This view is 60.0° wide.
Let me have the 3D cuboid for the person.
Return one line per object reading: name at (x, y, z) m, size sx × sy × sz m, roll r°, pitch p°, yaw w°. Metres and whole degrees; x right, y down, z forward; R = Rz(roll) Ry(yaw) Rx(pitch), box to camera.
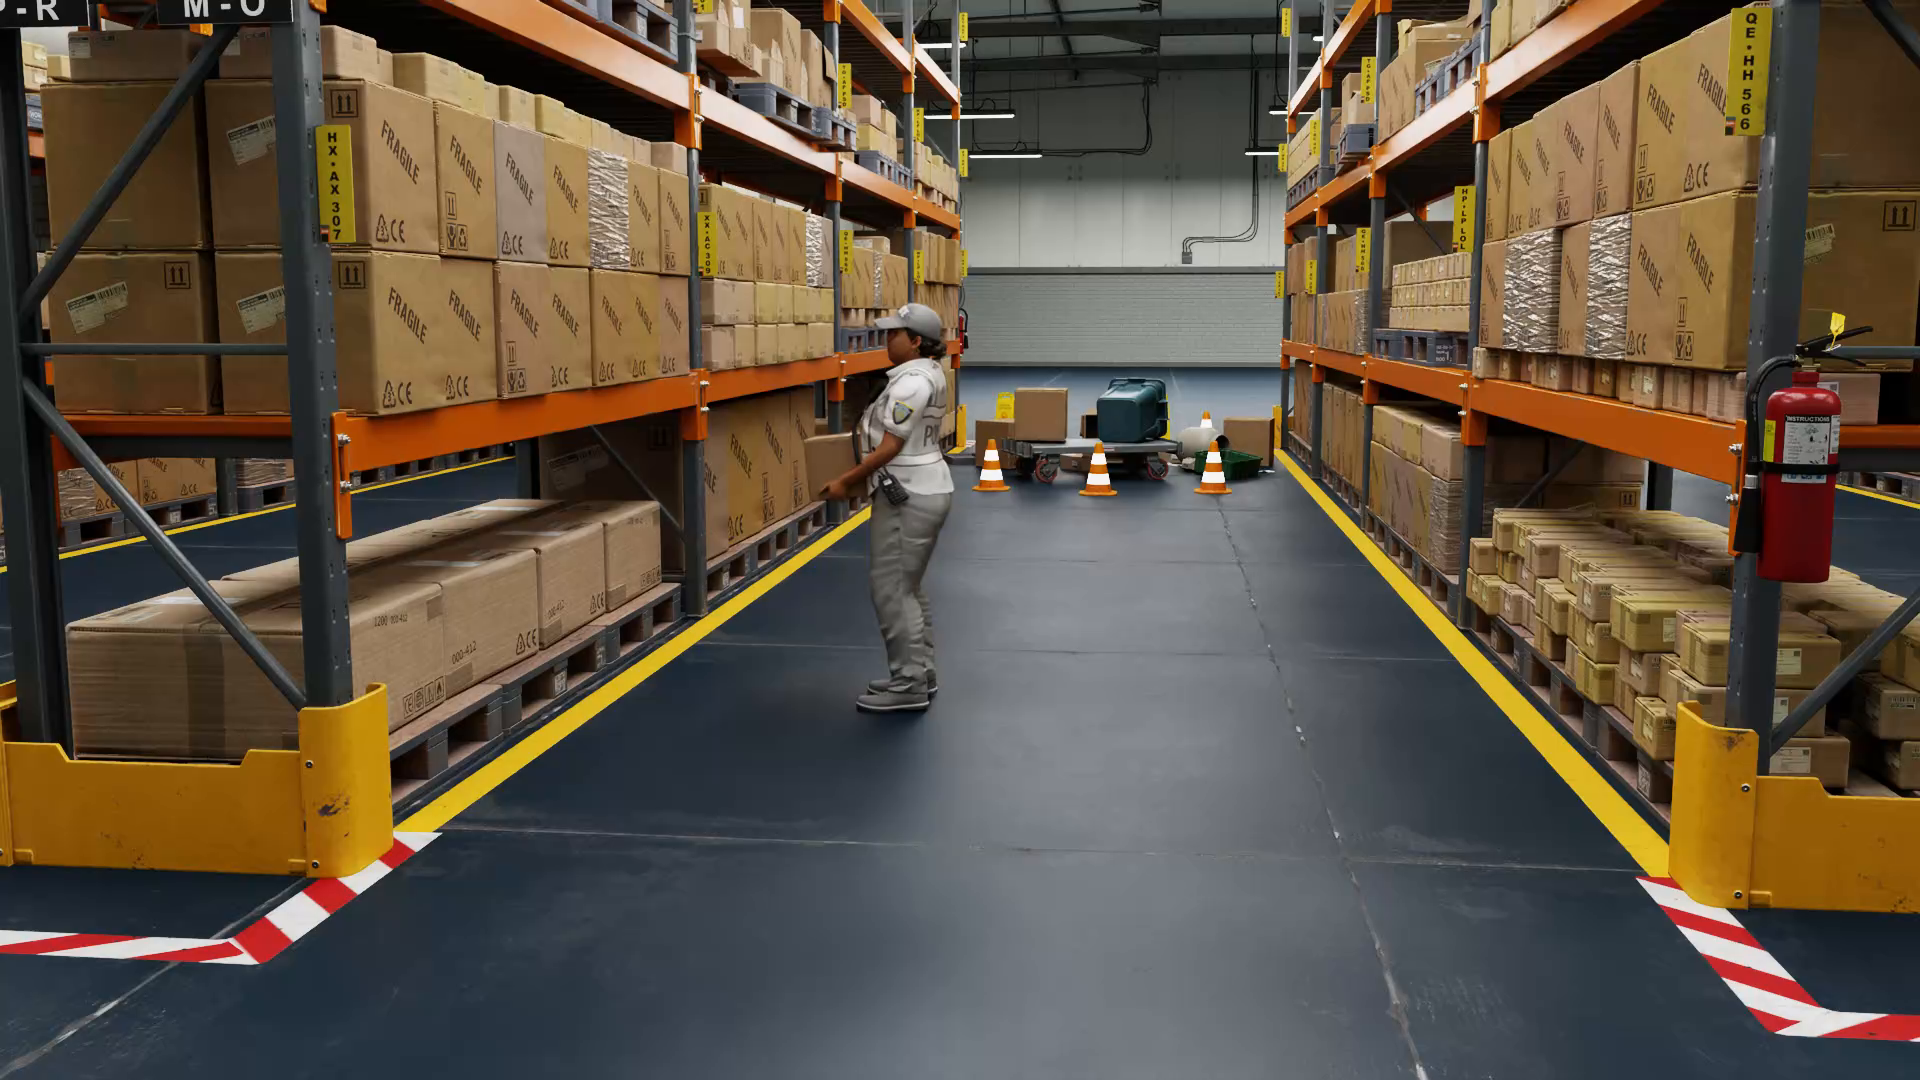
person at (-0.296, -0.140, 6.851) m, size 0.536 × 1.655 × 0.454 m, roll 1°, pitch 8°, yaw 6°
